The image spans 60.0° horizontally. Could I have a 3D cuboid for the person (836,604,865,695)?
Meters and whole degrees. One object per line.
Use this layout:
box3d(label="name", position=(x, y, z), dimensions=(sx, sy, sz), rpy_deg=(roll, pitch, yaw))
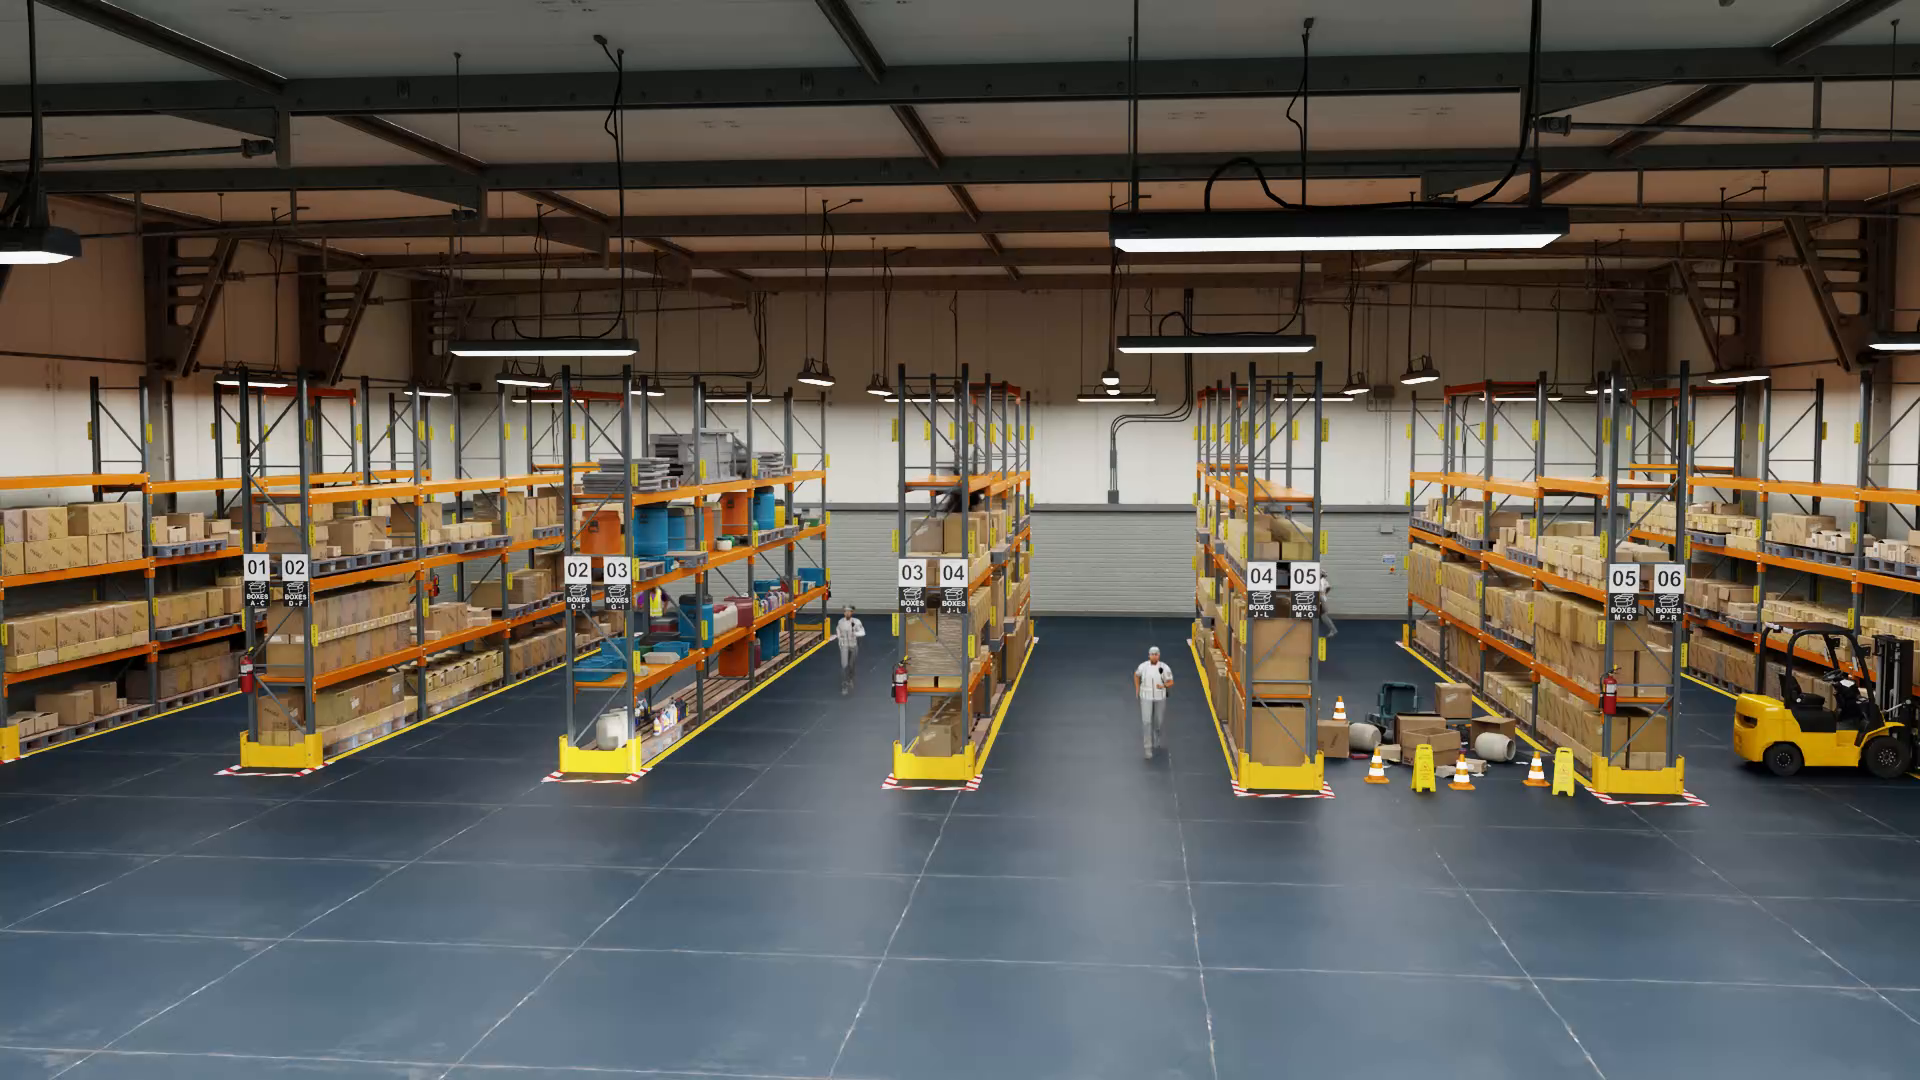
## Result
box3d(label="person", position=(-2.117, 2.104, 32.173), dimensions=(0.584, 1.750, 0.775), rpy_deg=(0, 4, 1))

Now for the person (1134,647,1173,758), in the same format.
box3d(label="person", position=(3.017, 2.491, 25.915), dimensions=(0.610, 1.675, 0.915), rpy_deg=(0, 4, 6))

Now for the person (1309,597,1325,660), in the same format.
box3d(label="person", position=(7.735, 1.805, 36.761), dimensions=(0.656, 1.673, 0.604), rpy_deg=(-1, 4, -10))

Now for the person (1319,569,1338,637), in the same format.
box3d(label="person", position=(8.802, 1.548, 40.541), dimensions=(0.774, 1.743, 0.559), rpy_deg=(0, 4, 6))

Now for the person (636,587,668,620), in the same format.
box3d(label="person", position=(-6.844, 1.731, 37.006), dimensions=(0.702, 1.765, 0.971), rpy_deg=(-1, 4, -10))
